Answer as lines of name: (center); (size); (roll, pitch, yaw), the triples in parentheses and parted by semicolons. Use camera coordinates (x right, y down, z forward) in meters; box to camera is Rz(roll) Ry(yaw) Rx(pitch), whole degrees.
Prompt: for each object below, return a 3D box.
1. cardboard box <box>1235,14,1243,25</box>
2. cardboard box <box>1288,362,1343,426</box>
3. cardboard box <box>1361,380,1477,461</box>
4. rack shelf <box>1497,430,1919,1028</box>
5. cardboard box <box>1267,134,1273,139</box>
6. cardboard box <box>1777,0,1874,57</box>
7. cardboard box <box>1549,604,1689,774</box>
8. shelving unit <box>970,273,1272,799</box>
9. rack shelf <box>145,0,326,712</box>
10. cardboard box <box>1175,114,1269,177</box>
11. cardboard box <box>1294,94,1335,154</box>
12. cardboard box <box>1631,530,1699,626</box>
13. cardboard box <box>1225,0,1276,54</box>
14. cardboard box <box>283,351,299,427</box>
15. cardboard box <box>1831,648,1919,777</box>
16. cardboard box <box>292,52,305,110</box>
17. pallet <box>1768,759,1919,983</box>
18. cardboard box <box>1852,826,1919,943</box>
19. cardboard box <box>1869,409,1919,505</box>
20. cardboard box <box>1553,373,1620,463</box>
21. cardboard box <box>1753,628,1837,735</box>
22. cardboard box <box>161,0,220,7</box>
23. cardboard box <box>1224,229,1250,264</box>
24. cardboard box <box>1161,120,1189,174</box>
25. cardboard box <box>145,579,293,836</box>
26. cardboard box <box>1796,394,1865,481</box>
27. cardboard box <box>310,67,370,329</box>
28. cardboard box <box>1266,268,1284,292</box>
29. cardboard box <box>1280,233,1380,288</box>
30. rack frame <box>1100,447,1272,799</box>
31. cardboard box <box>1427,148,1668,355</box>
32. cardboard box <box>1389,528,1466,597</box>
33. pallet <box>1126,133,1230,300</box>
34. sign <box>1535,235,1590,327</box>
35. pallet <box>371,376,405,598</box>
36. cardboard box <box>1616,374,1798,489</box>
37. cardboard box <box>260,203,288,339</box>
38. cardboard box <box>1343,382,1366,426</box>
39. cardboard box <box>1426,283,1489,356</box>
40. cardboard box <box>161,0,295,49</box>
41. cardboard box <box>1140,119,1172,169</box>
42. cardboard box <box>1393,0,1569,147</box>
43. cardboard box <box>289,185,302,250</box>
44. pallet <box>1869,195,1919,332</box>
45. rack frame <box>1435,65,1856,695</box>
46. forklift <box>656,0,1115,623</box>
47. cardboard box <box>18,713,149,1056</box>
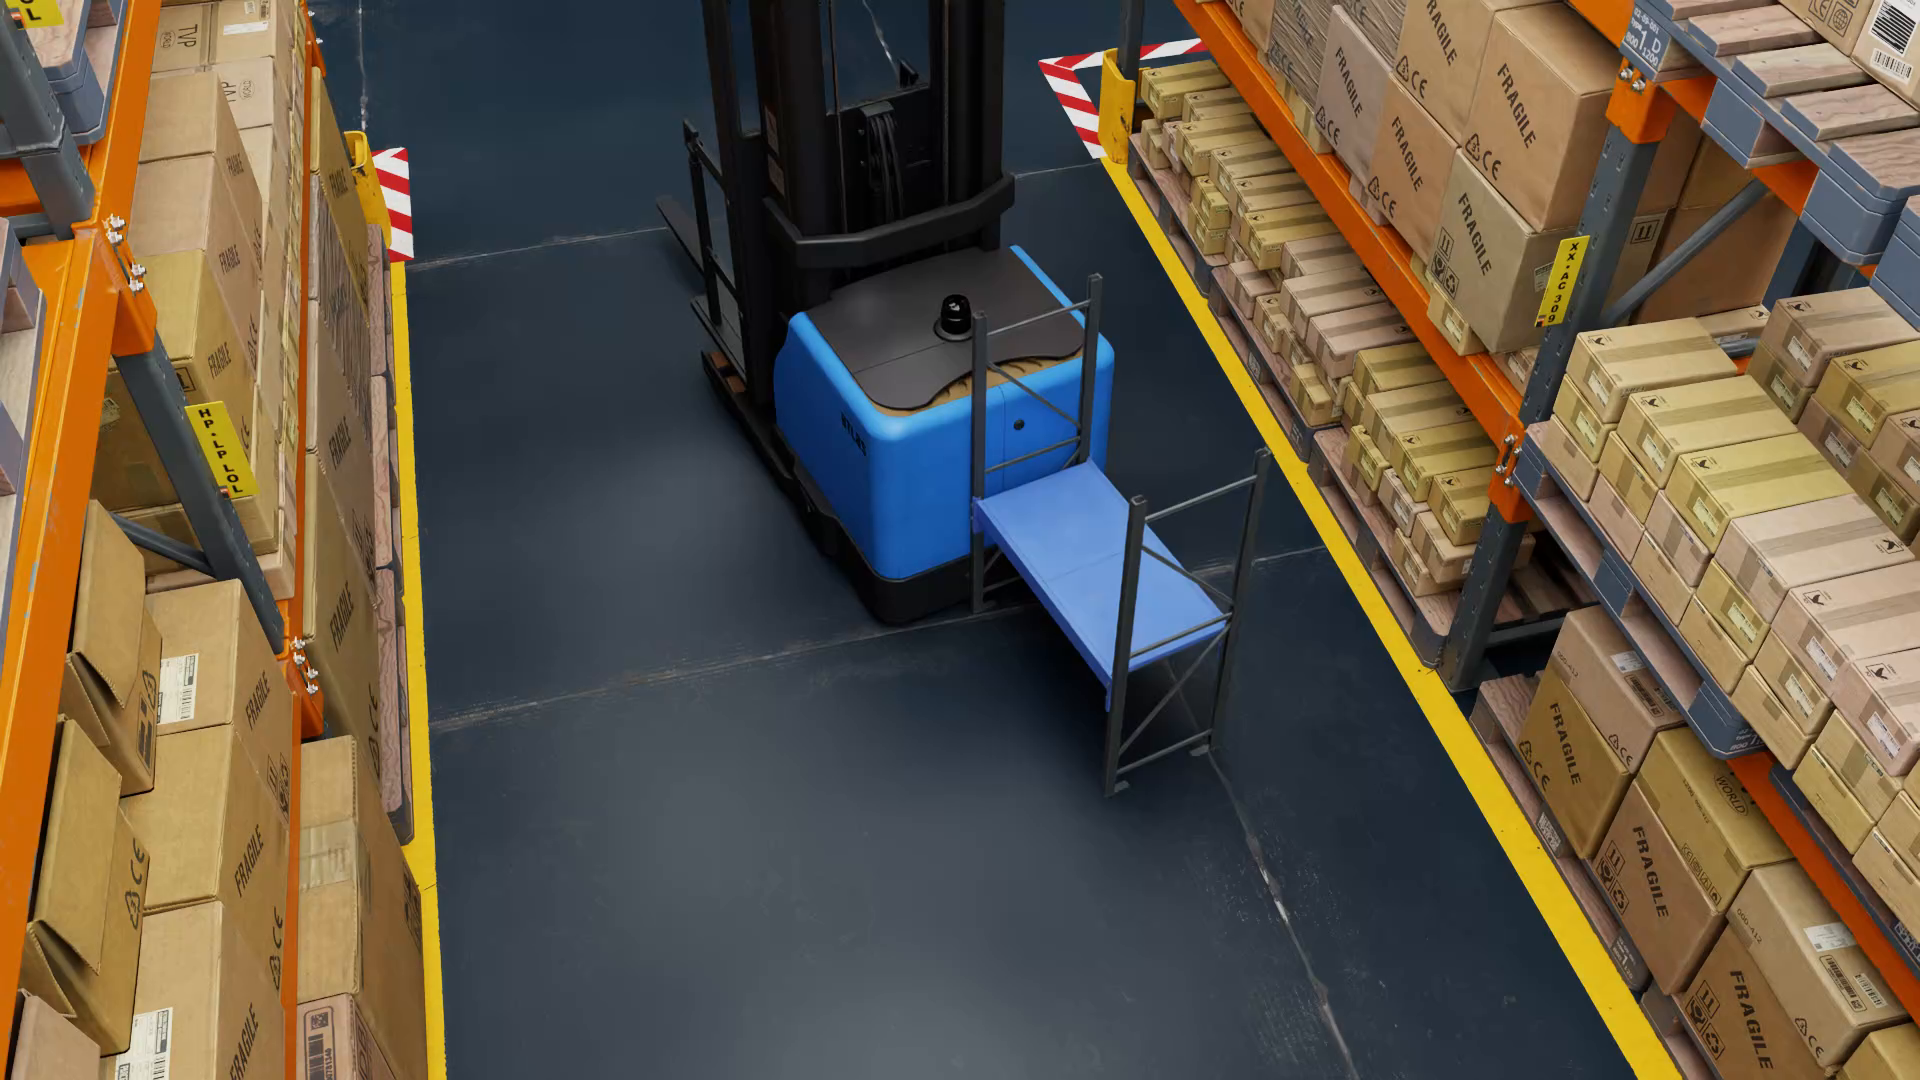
cardboard box: (1.421, -2.459, 7.486); (0.380, 0.149, 0.250); (-9, 46, -8)
cardboard box: (1.663, -0.659, 7.248); (0.380, 0.149, 0.250); (-11, 47, -10)
cardboard box: (1.841, -0.482, 6.658); (0.380, 0.149, 0.250); (-11, 47, -11)
rack shelf: (2.870, 1.046, 4.379); (1.077, 0.370, 4.000); (-11, 47, -10)
cardboard box: (1.760, -2.099, 8.451); (0.380, 0.149, 0.250); (-12, 47, -11)
cardboard box: (2.349, -1.537, 3.942); (0.700, 0.500, 0.500); (-11, 47, -10)
cardboard box: (2.292, 0.438, 5.403); (0.500, 0.250, 0.500); (-13, 47, -12)
shelving unit: (0.505, 0.006, 5.945); (0.538, 1.500, 1.048); (-21, 49, -19)
rack shelf: (-2.975, -0.878, 6.265); (1.077, 0.370, 4.000); (-11, 47, -10)
cardboard box: (1.267, -1.916, 8.064); (0.380, 0.149, 0.250); (-11, 47, -10)
cardboard box: (1.589, -1.719, 6.761); (0.380, 0.149, 0.250); (-10, 46, -10)
cardboard box: (2.151, 0.074, 4.710); (0.380, 0.149, 0.250); (-10, 46, -10)
cardboard box: (1.457, -2.421, 6.995); (0.500, 0.500, 0.500); (-10, 46, -10)
cardboard box: (-2.421, -0.471, 5.538); (0.380, 0.149, 0.250); (-12, 47, -11)
cardboard box: (2.346, 0.395, 3.979); (0.380, 0.149, 0.250); (-9, 46, -9)
cardboard box: (-2.945, -1.884, 6.923); (0.380, 0.149, 0.250); (-11, 47, -10)
pallet: (2.836, 0.883, 4.169); (1.003, 0.211, 1.213); (-11, 47, -10)
cardboard box: (2.415, 0.786, 4.012); (0.380, 0.149, 0.250); (-13, 47, -12)
cardboard box: (2.783, -0.248, 4.609); (0.380, 0.149, 0.250); (-12, 47, -12)
cardboard box: (2.014, -0.394, 4.960); (0.380, 0.149, 0.250); (-10, 46, -10)
cardboard box: (2.287, 0.328, 4.252); (0.380, 0.149, 0.250); (-9, 46, -9)
cardboard box: (-3.108, -2.537, 6.758); (0.500, 0.500, 0.500); (-10, 46, -10)
cardboard box: (1.492, -1.386, 7.961); (0.380, 0.149, 0.250); (-11, 47, -10)
cardboard box: (1.235, -1.993, 8.348); (0.380, 0.149, 0.250); (-11, 47, -11)
cardboard box: (-2.079, 0.489, 4.352); (0.500, 0.500, 0.500); (-11, 47, -10)
cardboard box: (2.719, -0.329, 4.897); (0.380, 0.149, 0.250); (-10, 46, -10)
cardboard box: (-3.245, -1.487, 7.551); (0.875, 0.875, 0.875); (-11, 47, -10)
cardboard box: (1.614, -1.298, 7.666); (0.380, 0.149, 0.250); (-9, 46, -8)
cardboard box: (1.653, -1.221, 7.382); (0.380, 0.149, 0.250); (-11, 47, -10)
rack frame: (0.742, 0.327, 5.630); (0.500, 1.500, 0.032); (-21, 49, -19)
cardboard box: (1.961, -1.008, 5.610); (0.500, 0.500, 0.500); (-11, 47, -10)
cardboard box: (1.928, 0.056, 6.548); (0.380, 0.149, 0.250); (-10, 46, -10)
pallet: (1.527, -1.752, 8.570); (1.003, 0.211, 1.213); (-11, 47, -10)
sign: (1.835, -0.785, 5.064); (0.100, 0.325, 0.005); (-11, 47, -10)
pallet: (-2.897, -0.156, 7.006); (1.003, 0.211, 1.213); (-11, 47, -10)
cardboard box: (2.092, -0.306, 4.666); (0.380, 0.149, 0.250); (-10, 46, -9)
cardboard box: (-2.590, -0.874, 5.654); (0.500, 0.250, 0.500); (-10, 46, -9)
cardboard box: (1.834, -0.556, 6.940); (0.380, 0.149, 0.250); (-10, 46, -10)
cardboard box: (1.887, -0.811, 5.871); (0.380, 0.149, 0.250); (-12, 47, -11)
cardboard box: (-3.106, -2.276, 7.028); (0.500, 0.250, 0.500); (-11, 47, -11)
cardboard box: (1.159, -2.077, 8.638); (0.380, 0.149, 0.250); (-10, 46, -10)
cardboard box: (1.839, -1.707, 5.595); (0.500, 0.500, 0.500); (-12, 47, -12)
cardboard box: (-2.686, -1.182, 6.235); (0.380, 0.149, 0.250); (-10, 46, -10)
pallet: (2.682, -0.409, 3.333); (1.213, 0.211, 1.003); (-11, 47, -10)
rack frame: (2.358, -0.586, 5.475); (1.000, 3.000, 0.127); (-11, 47, -10)
forklift: (-0.533, -1.752, 6.665); (1.130, 2.935, 3.031); (-21, 49, -19)
cardboard box: (-2.127, 0.780, 3.364); (0.797, 0.503, 0.637); (-10, 46, -10)
